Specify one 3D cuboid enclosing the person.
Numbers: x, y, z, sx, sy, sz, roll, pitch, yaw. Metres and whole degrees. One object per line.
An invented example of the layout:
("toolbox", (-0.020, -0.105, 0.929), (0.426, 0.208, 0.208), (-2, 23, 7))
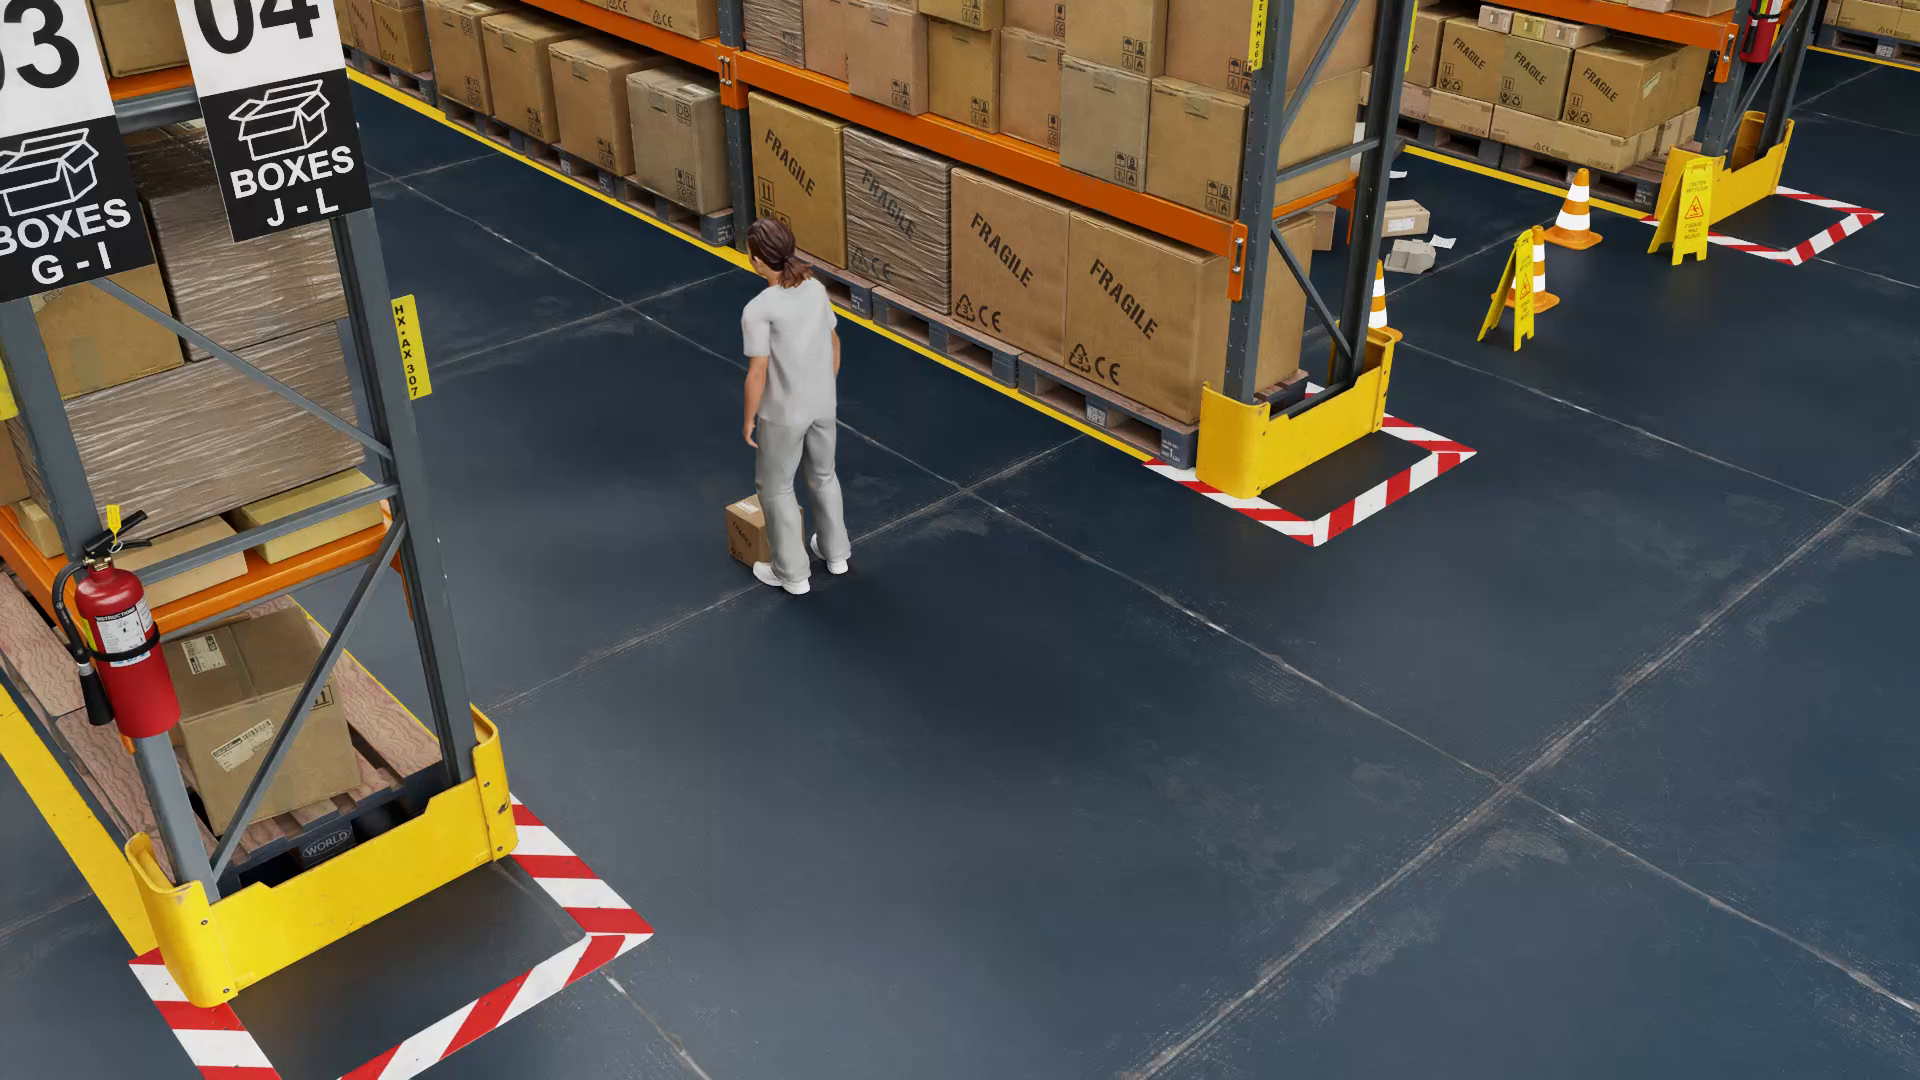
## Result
("person", (-0.706, -0.552, 7.025), (0.493, 1.673, 0.353), (-26, 40, -36))
